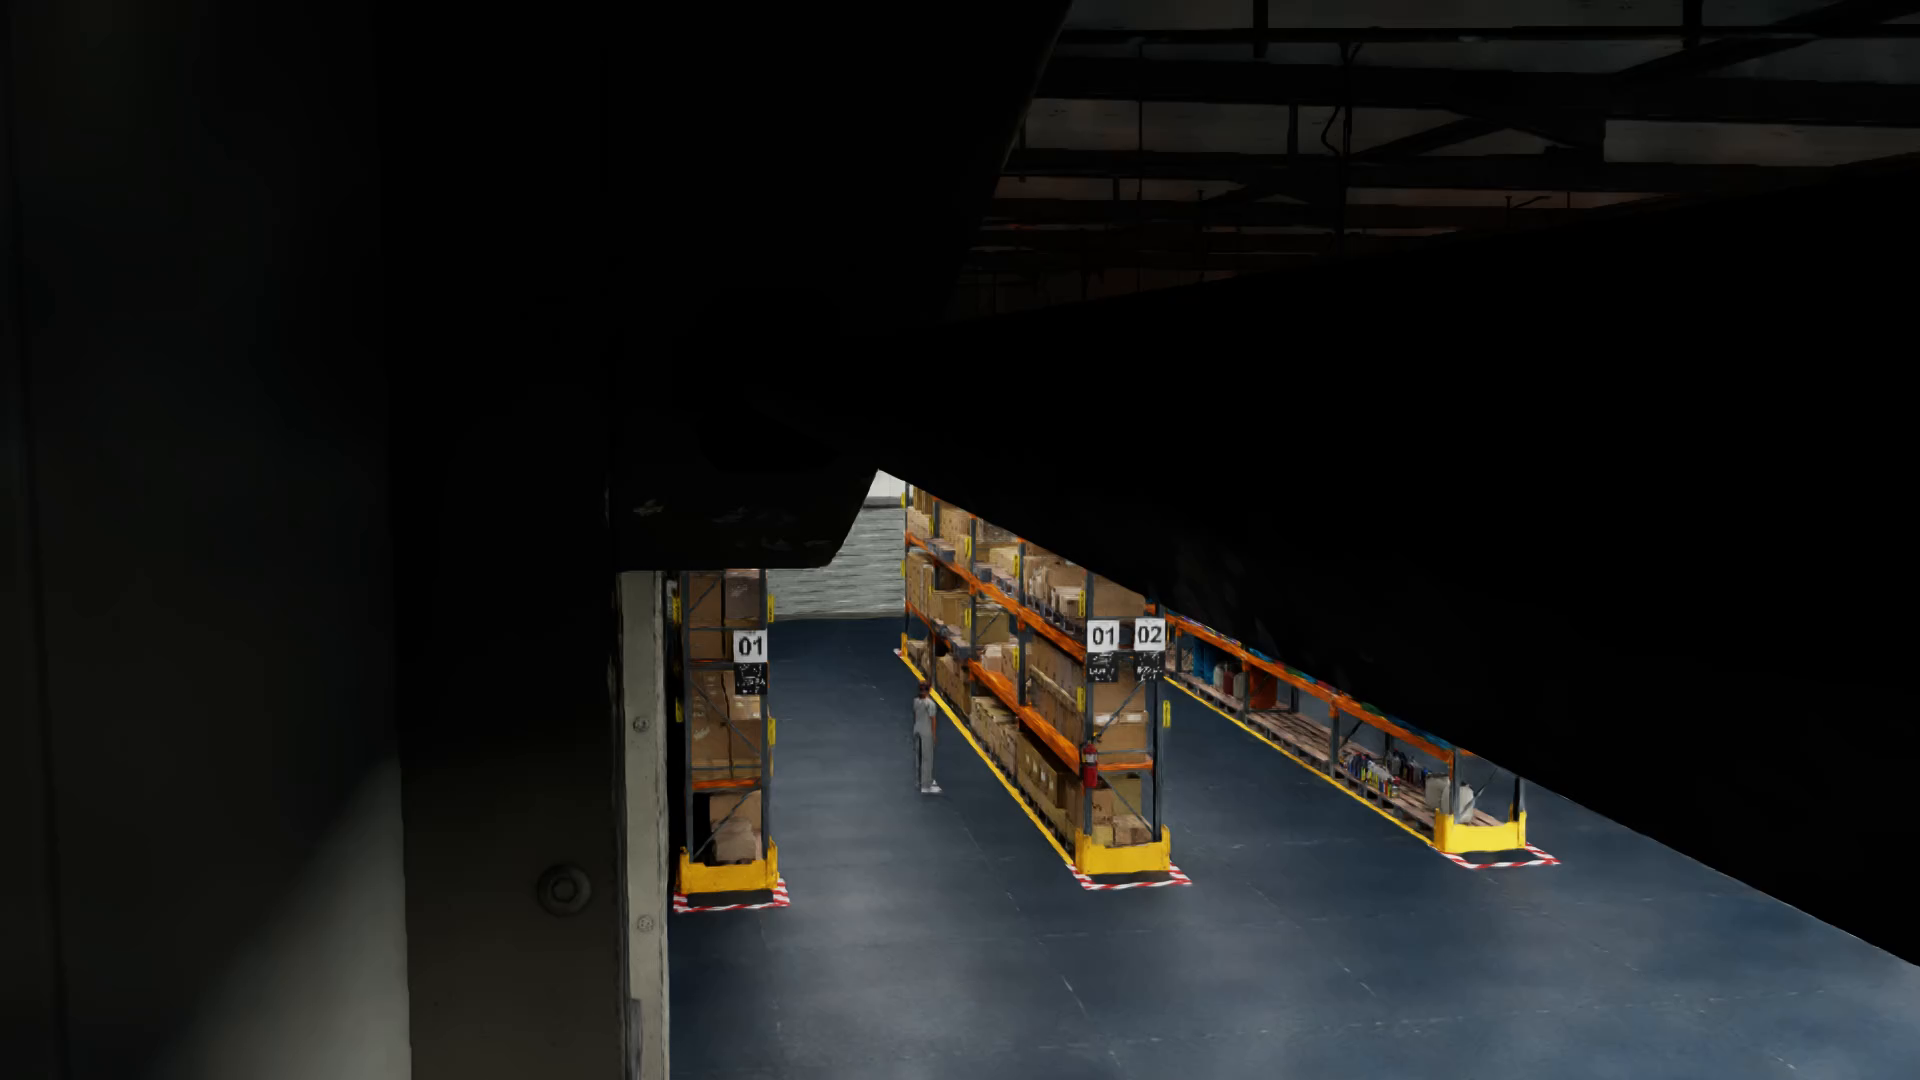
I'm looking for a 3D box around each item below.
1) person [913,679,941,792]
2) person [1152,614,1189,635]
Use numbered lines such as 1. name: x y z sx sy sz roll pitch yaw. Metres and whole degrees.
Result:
1. person: -0.487 2.907 24.875 0.432 1.677 0.496 -5 8 -41
2. person: 4.895 1.386 39.375 0.735 1.712 0.904 -3 7 -26
